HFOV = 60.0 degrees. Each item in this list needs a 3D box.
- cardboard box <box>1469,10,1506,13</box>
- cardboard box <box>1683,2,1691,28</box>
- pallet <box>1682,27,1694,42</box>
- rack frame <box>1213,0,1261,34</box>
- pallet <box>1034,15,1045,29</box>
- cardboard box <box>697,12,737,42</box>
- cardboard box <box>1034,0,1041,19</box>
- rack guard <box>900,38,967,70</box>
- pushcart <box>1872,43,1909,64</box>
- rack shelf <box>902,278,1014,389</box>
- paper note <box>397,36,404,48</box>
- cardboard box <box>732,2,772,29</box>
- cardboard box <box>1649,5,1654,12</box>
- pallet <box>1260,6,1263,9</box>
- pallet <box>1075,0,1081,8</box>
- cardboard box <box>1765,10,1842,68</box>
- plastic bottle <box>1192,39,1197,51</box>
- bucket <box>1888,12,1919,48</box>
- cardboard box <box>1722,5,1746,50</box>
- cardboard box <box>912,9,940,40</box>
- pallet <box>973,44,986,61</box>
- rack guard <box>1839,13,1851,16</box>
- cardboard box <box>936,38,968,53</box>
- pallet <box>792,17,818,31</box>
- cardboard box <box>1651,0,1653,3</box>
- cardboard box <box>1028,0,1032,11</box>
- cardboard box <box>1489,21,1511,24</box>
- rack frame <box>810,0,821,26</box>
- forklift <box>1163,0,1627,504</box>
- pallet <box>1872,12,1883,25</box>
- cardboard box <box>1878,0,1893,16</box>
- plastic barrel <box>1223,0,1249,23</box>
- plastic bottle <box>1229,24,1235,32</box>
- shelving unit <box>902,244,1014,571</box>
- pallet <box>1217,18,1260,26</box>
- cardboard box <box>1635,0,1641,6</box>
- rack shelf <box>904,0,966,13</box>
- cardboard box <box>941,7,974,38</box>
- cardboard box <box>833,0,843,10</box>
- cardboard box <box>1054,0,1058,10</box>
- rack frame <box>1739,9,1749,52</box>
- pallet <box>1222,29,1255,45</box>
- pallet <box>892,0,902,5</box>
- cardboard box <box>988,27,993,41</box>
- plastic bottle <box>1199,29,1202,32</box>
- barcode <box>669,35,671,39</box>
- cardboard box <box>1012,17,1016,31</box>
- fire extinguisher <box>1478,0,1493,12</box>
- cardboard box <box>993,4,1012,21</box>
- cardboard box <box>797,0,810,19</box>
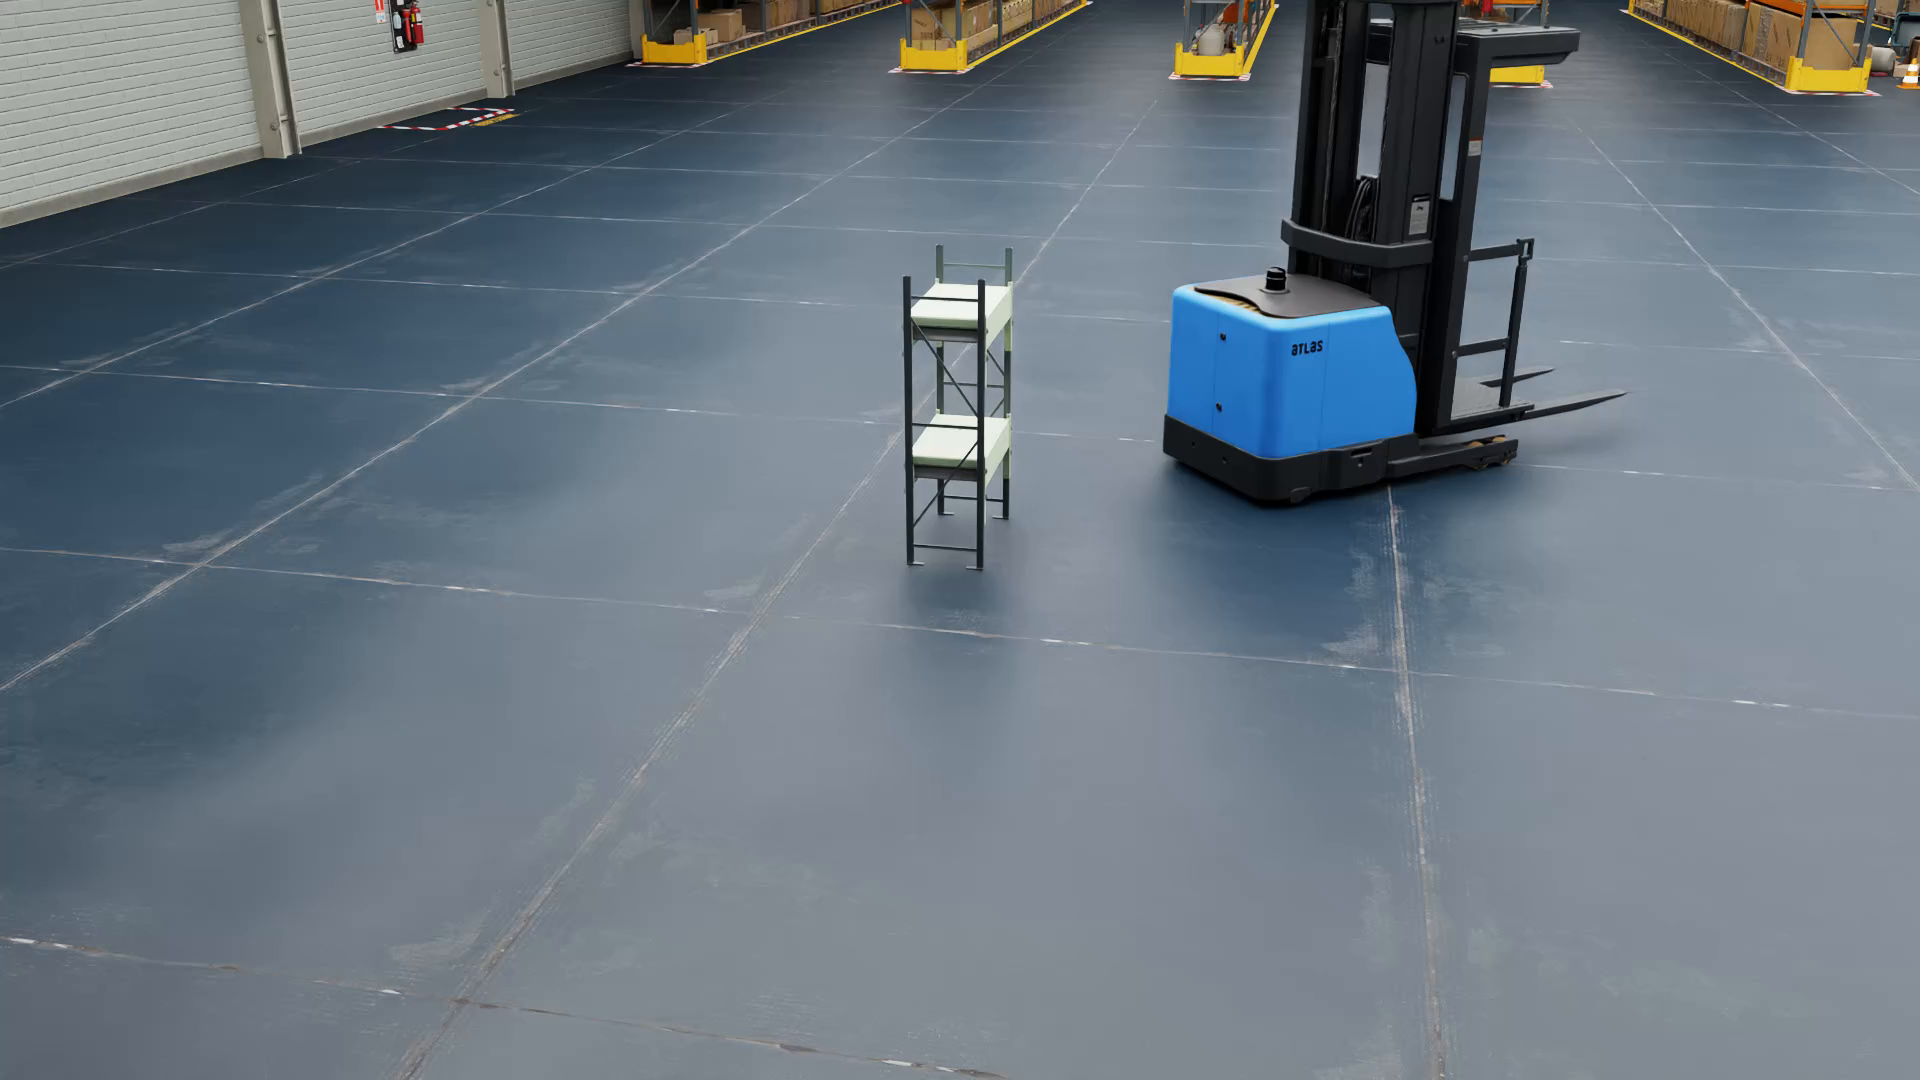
[{"bbox_3d":[10.417,-10.241,33.023,0.700,0.500,0.500,3,22,6],"label":"cardboard box"},{"bbox_3d":[15.680,-11.129,35.255,0.500,0.500,0.500,5,23,13],"label":"cardboard box"},{"bbox_3d":[15.853,-10.636,34.979,1.003,0.211,1.213,4,22,11],"label":"pallet"},{"bbox_3d":[6.009,-12.436,35.717,1.000,3.000,0.127,4,22,11],"label":"rack frame"},{"bbox_3d":[1.350,-11.792,37.849,1.003,0.211,1.213,4,22,11],"label":"pallet"},{"bbox_3d":[-4.778,-10.029,32.498,0.700,0.500,0.500,3,22,8],"label":"cardboard box"},{"bbox_3d":[1.533,-12.004,37.402,0.500,0.500,0.500,5,23,13],"label":"cardboard box"},{"bbox_3d":[-0.477,-8.721,29.838,1.175,0.500,0.348,4,22,11],"label":"rack guard"},{"bbox_3d":[17.500,-8.779,30.147,1.648,0.377,0.936,-3,22,-8],"label":"pushcart"},{"bbox_3d":[-0.001,-1.055,8.422,0.431,0.370,0.720,4,22,11],"label":"rack shelf"},{"bbox_3d":[-7.896,-7.024,23.458,0.016,0.148,0.142,4,22,11],"label":"paper note"},{"bbox_3d":[-4.372,-11.043,35.016,0.700,0.500,0.500,5,23,13],"label":"cardboard box"},{"bbox_3d":[16.466,-12.527,39.195,0.380,0.149,0.250,4,22,11],"label":"cardboard box"},{"bbox_3d":[6.937,-12.877,40.545,1.003,0.211,1.213,4,22,11],"label":"pallet"},{"bbox_3d":[2.615,-14.128,43.650,1.003,0.211,1.213,4,22,11],"label":"pallet"},{"bbox_3d":[14.311,-8.502,28.230,0.875,0.875,0.875,4,22,10],"label":"cardboard box"},{"bbox_3d":[4.322,-9.121,30.643,0.097,0.201,0.097,0,22,0],"label":"plastic bottle"},{"bbox_3d":[17.105,-9.142,29.884,0.726,0.611,0.620,13,15,29],"label":"bucket"},{"bbox_3d":[14.915,-9.566,31.039,1.050,0.750,0.750,4,22,11],"label":"cardboard box"},{"bbox_3d":[-0.654,-9.375,30.231,0.500,0.500,0.500,4,22,11],"label":"cardboard box"},{"bbox_3d":[-0.106,-9.323,31.721,1.003,0.211,1.213,4,22,11],"label":"pallet"},{"bbox_3d":[22.196,-13.078,40.657,1.175,0.500,0.348,4,22,11],"label":"rack guard"},{"bbox_3d":[-0.145,-8.988,30.273,0.500,0.250,0.500,4,22,11],"label":"cardboard box"},{"bbox_3d":[-3.851,-11.612,37.403,1.003,0.211,1.213,4,22,11],"label":"pallet"},{"bbox_3d":[16.758,-12.923,39.782,0.380,0.149,0.250,6,23,14],"label":"cardboard box"},{"bbox_3d":[1.294,-11.784,36.466,0.500,0.311,0.500,5,22,12],"label":"cardboard box"},{"bbox_3d":[9.811,-9.277,30.658,0.500,0.500,0.500,12,25,28],"label":"cardboard box"},{"bbox_3d":[-3.690,-13.191,37.592,1.000,3.000,0.127,4,22,11],"label":"rack frame"},{"bbox_3d":[2.762,-1.936,9.738,3.031,2.935,1.130,-11,25,-26],"label":"forklift"},{"bbox_3d":[21.854,-12.192,38.844,1.003,0.211,1.213,4,22,11],"label":"pallet"},{"bbox_3d":[21.790,-12.321,38.299,0.875,0.438,0.875,4,22,9],"label":"cardboard box"},{"bbox_3d":[6.092,-11.804,36.491,0.600,0.830,0.708,4,22,11],"label":"plastic barrel"},{"bbox_3d":[5.202,-9.702,31.885,0.144,0.351,0.185,4,22,11],"label":"plastic bottle"},{"bbox_3d":[-0.001,-0.693,8.567,0.431,1.500,0.755,4,22,11],"label":"shelving unit"},{"bbox_3d":[6.129,-11.434,36.961,1.003,0.211,1.213,4,22,11],"label":"pallet"},{"bbox_3d":[16.904,-13.274,41.052,0.380,0.149,0.250,5,22,12],"label":"cardboard box"},{"bbox_3d":[-0.064,-10.287,31.343,1.077,0.370,4.000,4,22,11],"label":"rack shelf"},{"bbox_3d":[-0.045,-9.518,30.587,0.500,0.500,0.500,4,22,11],"label":"cardboard box"},{"bbox_3d":[-3.226,-12.968,39.352,0.750,0.750,0.750,4,22,11],"label":"cardboard box"},{"bbox_3d":[2.047,-12.940,39.725,0.500,0.500,0.500,5,22,11],"label":"cardboard box"},{"bbox_3d":[14.876,-10.180,30.116,1.000,3.000,0.127,4,22,11],"label":"rack frame"},{"bbox_3d":[5.561,-10.417,34.437,1.003,0.211,1.213,4,22,11],"label":"pallet"},{"bbox_3d":[-2.144,-14.525,44.636,1.003,0.211,1.213,4,22,11],"label":"pallet"},{"bbox_3d":[0.352,-9.903,32.546,0.500,0.250,0.500,4,22,11],"label":"cardboard box"},{"bbox_3d":[4.496,-9.460,31.285,0.144,0.351,0.185,4,22,10],"label":"plastic bottle"},{"bbox_3d":[-5.481,-9.510,31.449,0.001,0.075,0.075,4,22,11],"label":"barcode"},{"bbox_3d":[0.877,-10.776,34.715,0.500,0.250,0.500,4,22,9],"label":"cardboard box"},{"bbox_3d":[8.750,-9.090,27.512,0.296,0.674,0.183,4,22,11],"label":"fire extinguisher"},{"bbox_3d":[0.780,-10.846,34.137,0.500,0.311,0.500,4,22,10],"label":"cardboard box"},{"bbox_3d":[-3.786,-11.968,37.313,0.700,0.500,0.500,5,22,12],"label":"cardboard box"}]
